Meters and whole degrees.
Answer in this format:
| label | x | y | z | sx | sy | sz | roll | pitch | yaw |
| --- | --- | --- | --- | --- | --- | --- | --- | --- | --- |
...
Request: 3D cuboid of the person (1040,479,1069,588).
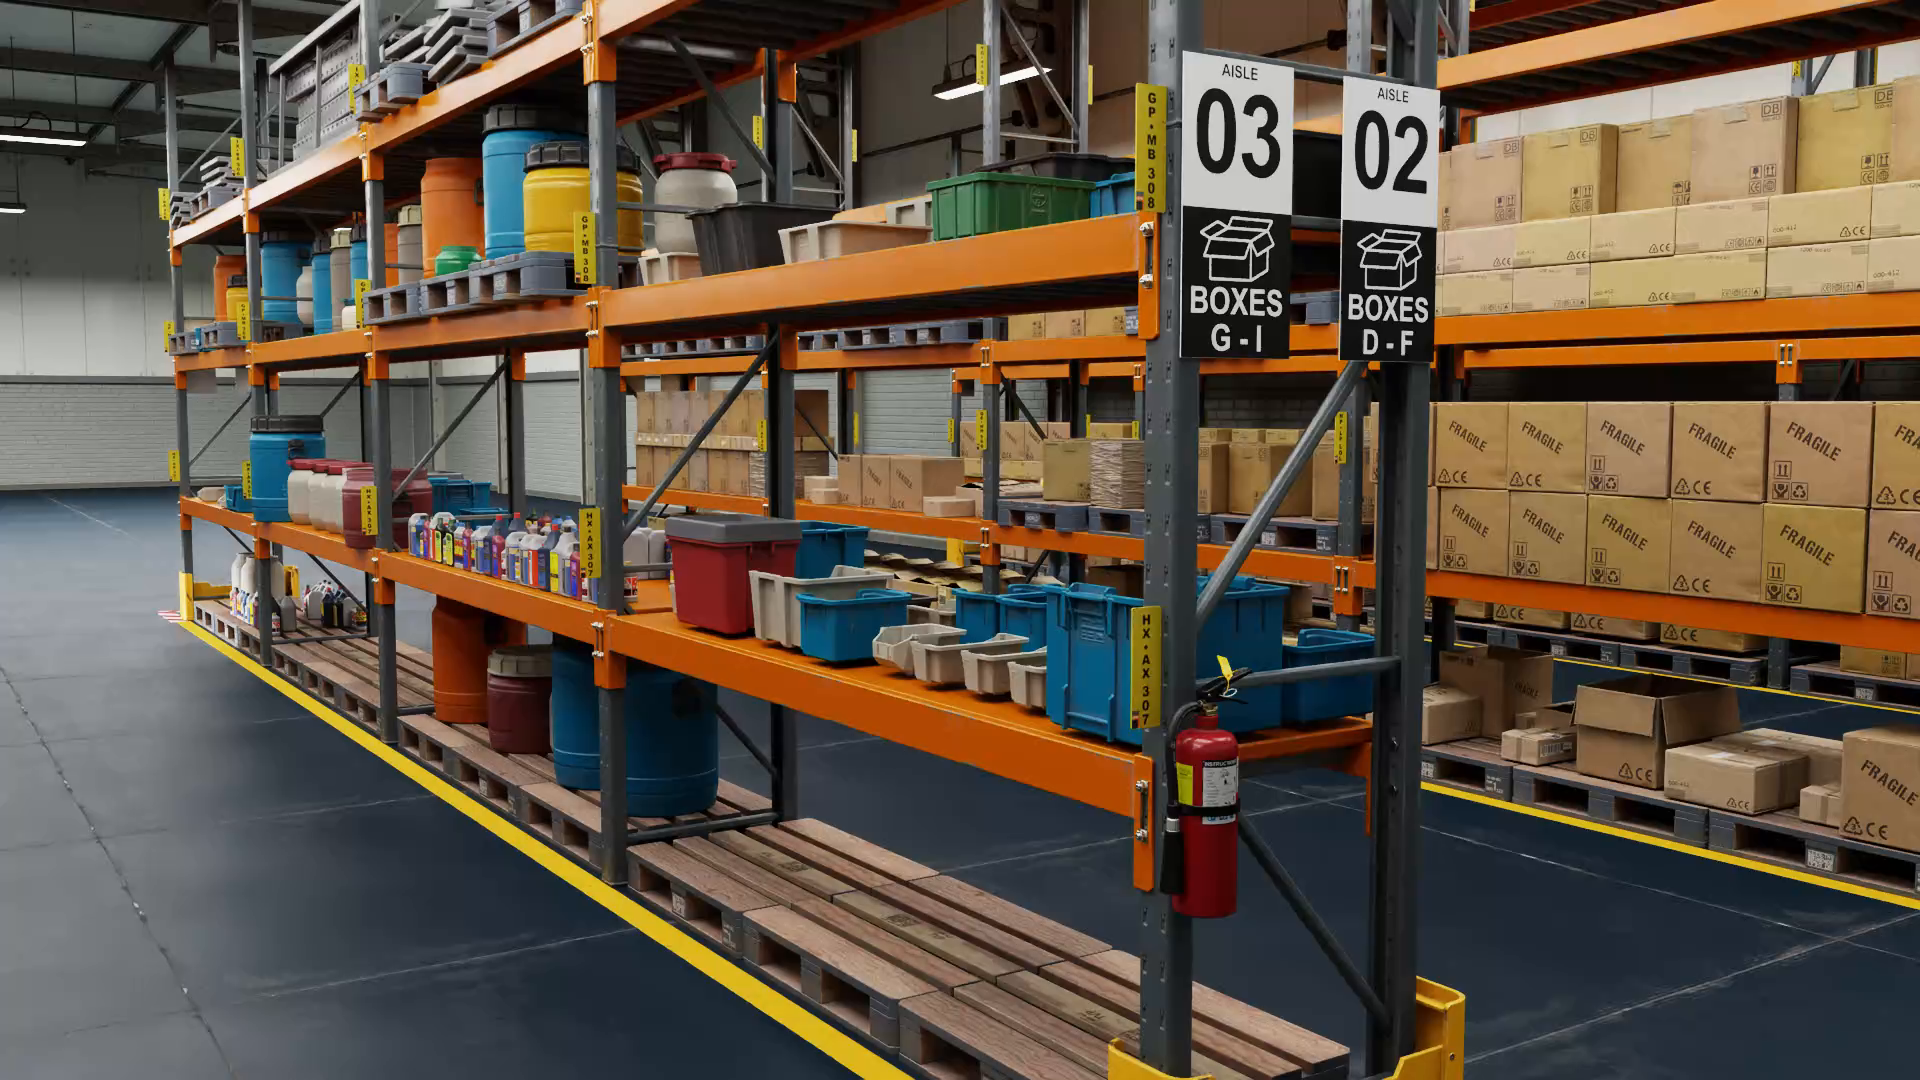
| label | x | y | z | sx | sy | sz | roll | pitch | yaw |
| --- | --- | --- | --- | --- | --- | --- | --- | --- | --- |
| person | 1.142 | -0.118 | 18.865 | 0.461 | 1.759 | 0.628 | -3 | 6 | -37 |
